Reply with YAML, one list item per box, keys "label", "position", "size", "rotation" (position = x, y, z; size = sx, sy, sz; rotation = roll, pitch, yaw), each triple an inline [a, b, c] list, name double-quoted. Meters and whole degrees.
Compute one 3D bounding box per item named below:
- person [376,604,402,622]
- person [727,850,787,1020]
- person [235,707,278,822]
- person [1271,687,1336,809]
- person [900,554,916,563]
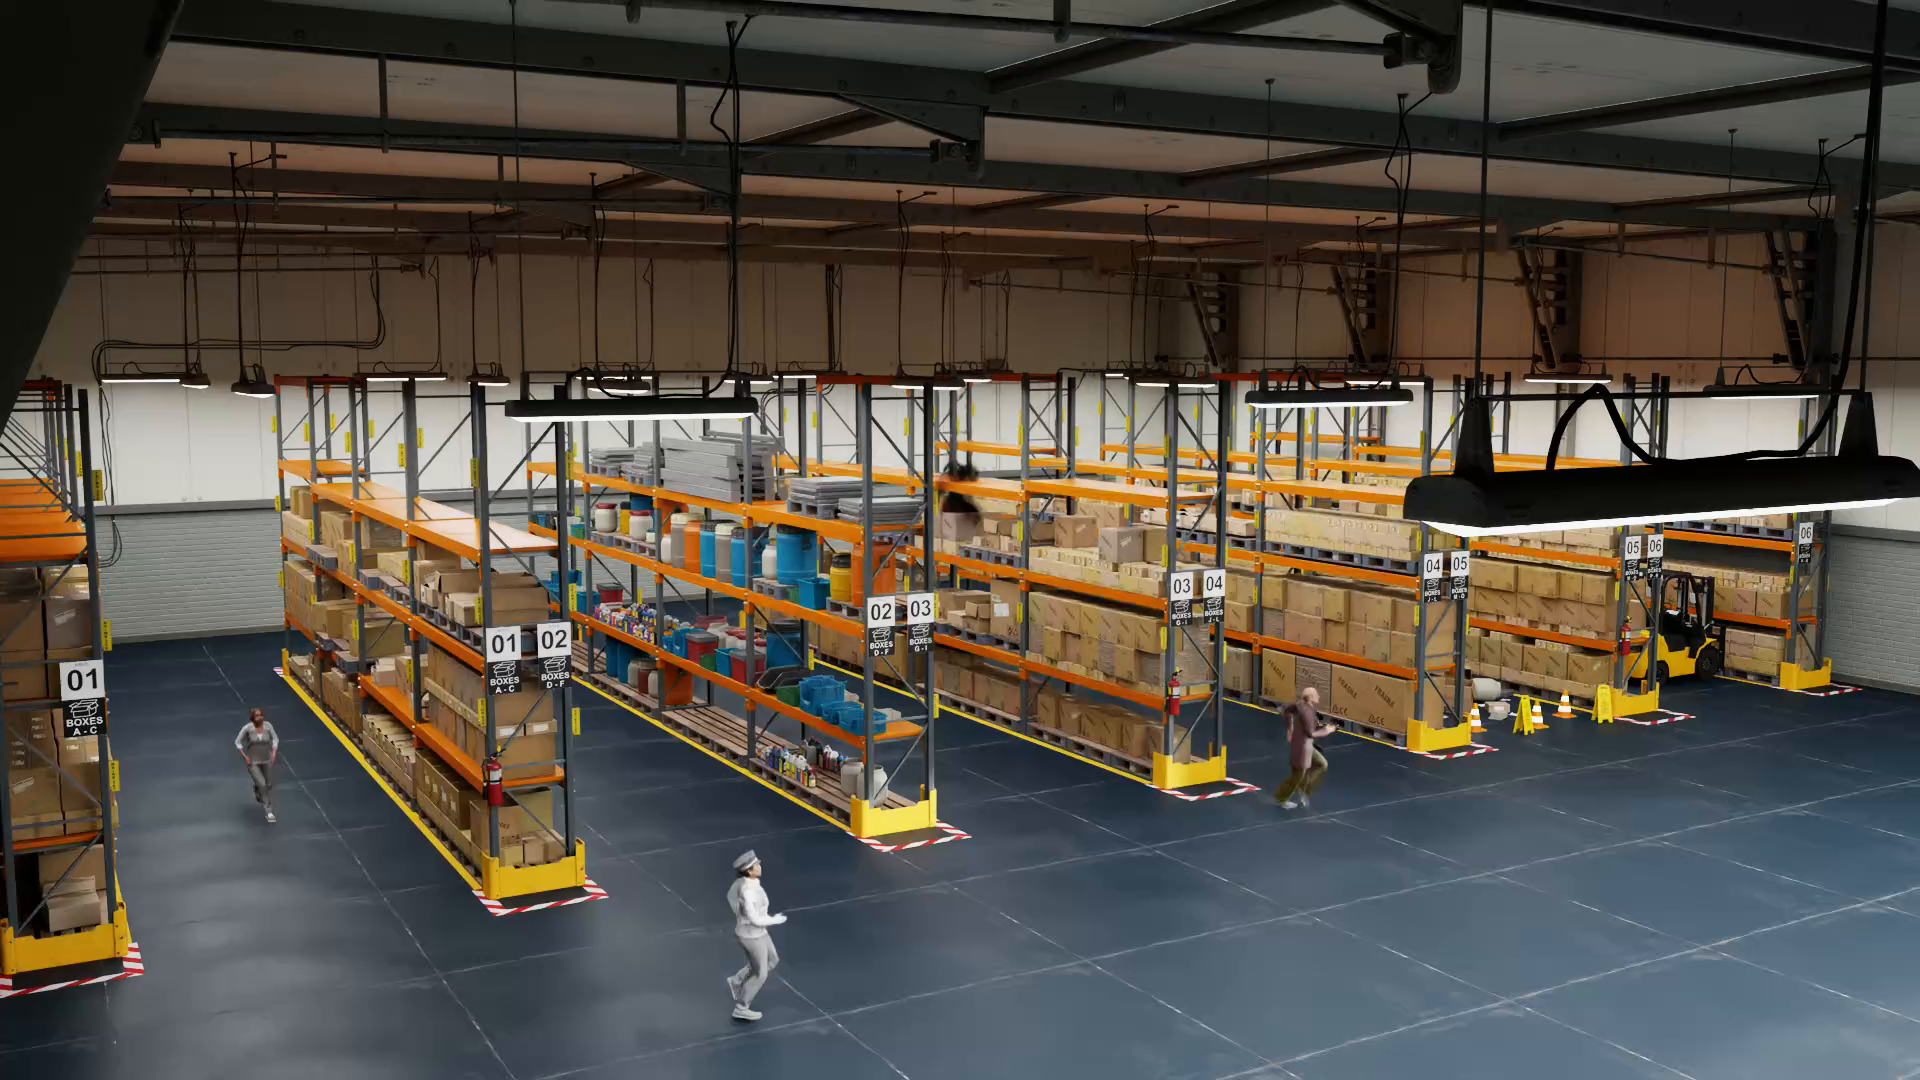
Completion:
- label: "person"
  position: [-11.878, 1.687, 34.854]
  size: [0.770, 1.771, 0.661]
  rotation: [3, 7, 28]
- label: "person"
  position: [-1.939, 3.775, 15.976]
  size: [0.540, 1.665, 0.623]
  rotation: [-1, 6, -13]
- label: "person"
  position: [-9.674, 3.065, 22.910]
  size: [0.559, 1.576, 0.695]
  rotation: [-5, 8, -38]
- label: "person"
  position: [4.801, 2.910, 23.221]
  size: [0.866, 1.747, 0.755]
  rotation: [1, 6, 8]
- label: "person"
  position: [-1.353, 1.008, 41.016]
  size: [0.640, 1.659, 0.925]
  rotation: [2, 7, 19]
